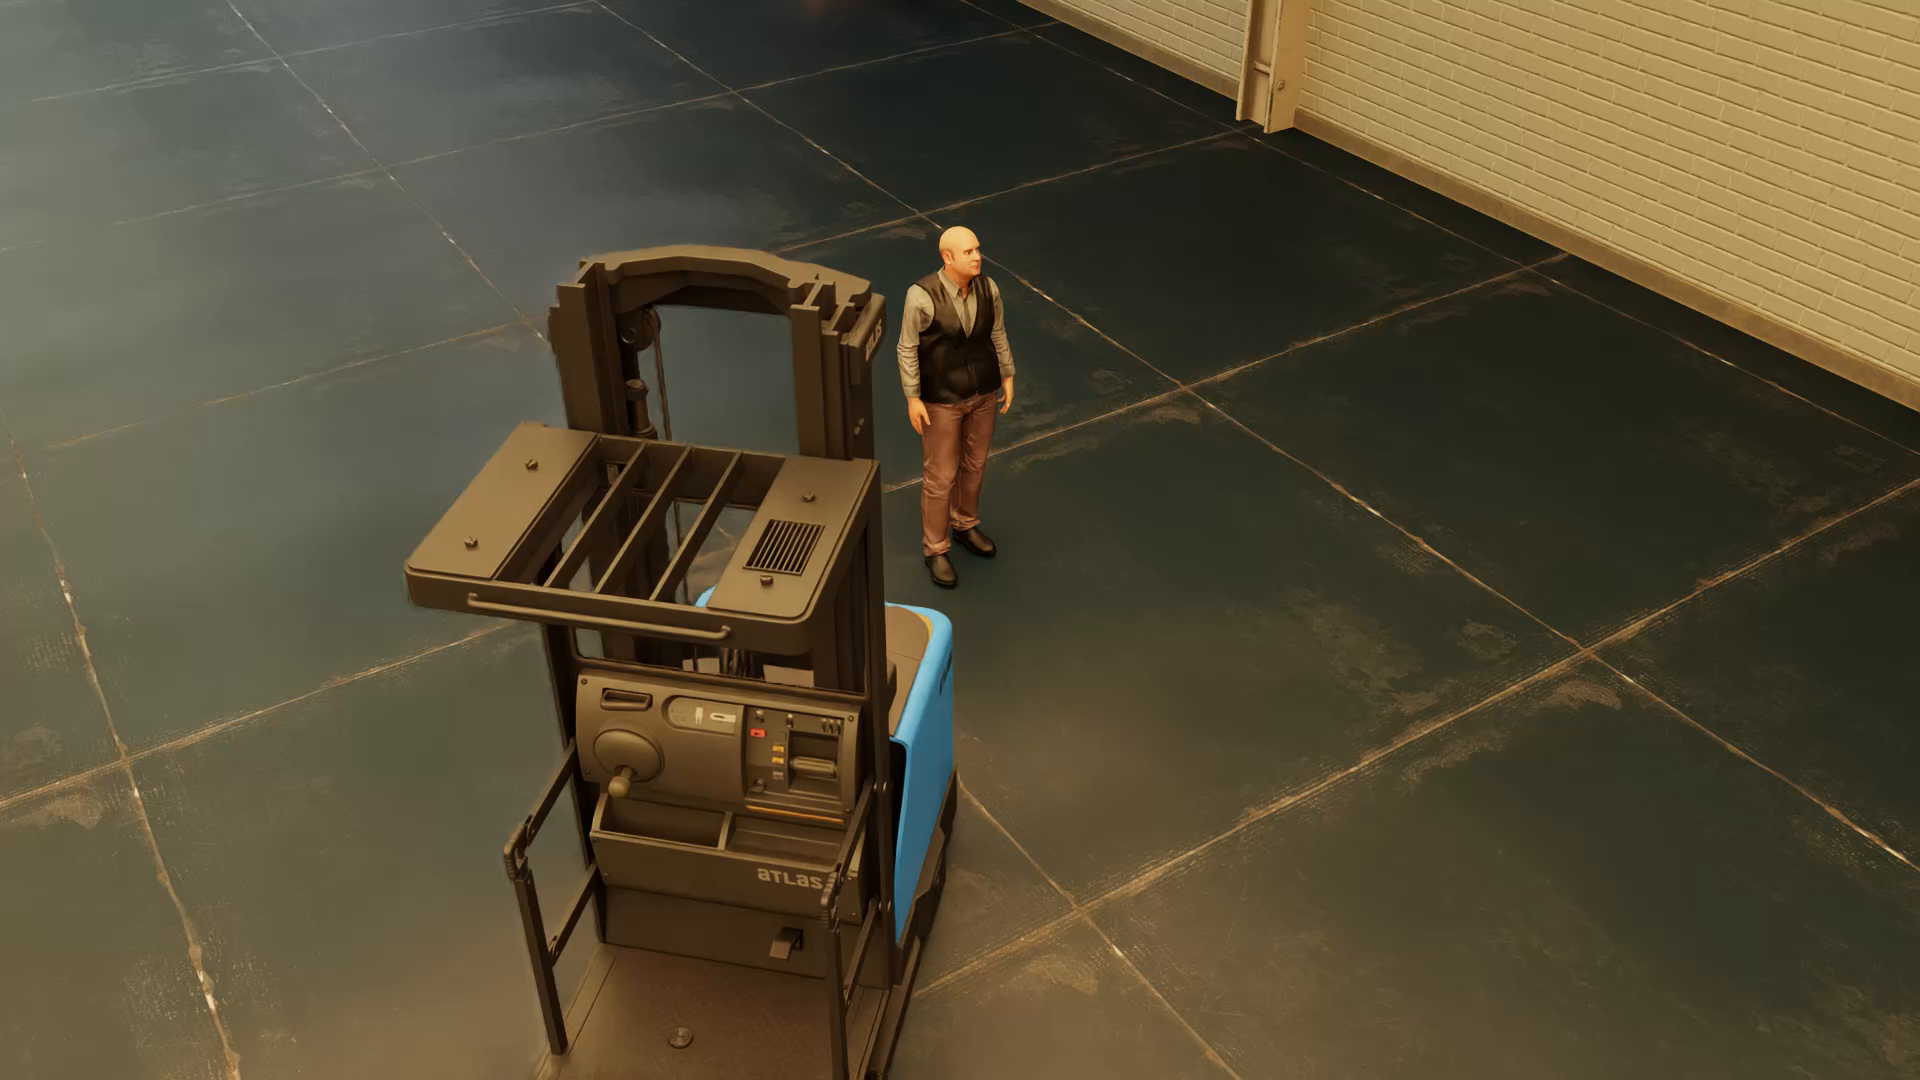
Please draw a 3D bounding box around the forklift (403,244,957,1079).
[{"bbox_3d":[-0.817,0.724,5.117,1.130,2.935,3.031,7,36,10],"label":"forklift"}]

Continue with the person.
[{"bbox_3d":[0.027,-0.678,8.152,0.632,1.720,0.568,-21,40,-27],"label":"person"}]
